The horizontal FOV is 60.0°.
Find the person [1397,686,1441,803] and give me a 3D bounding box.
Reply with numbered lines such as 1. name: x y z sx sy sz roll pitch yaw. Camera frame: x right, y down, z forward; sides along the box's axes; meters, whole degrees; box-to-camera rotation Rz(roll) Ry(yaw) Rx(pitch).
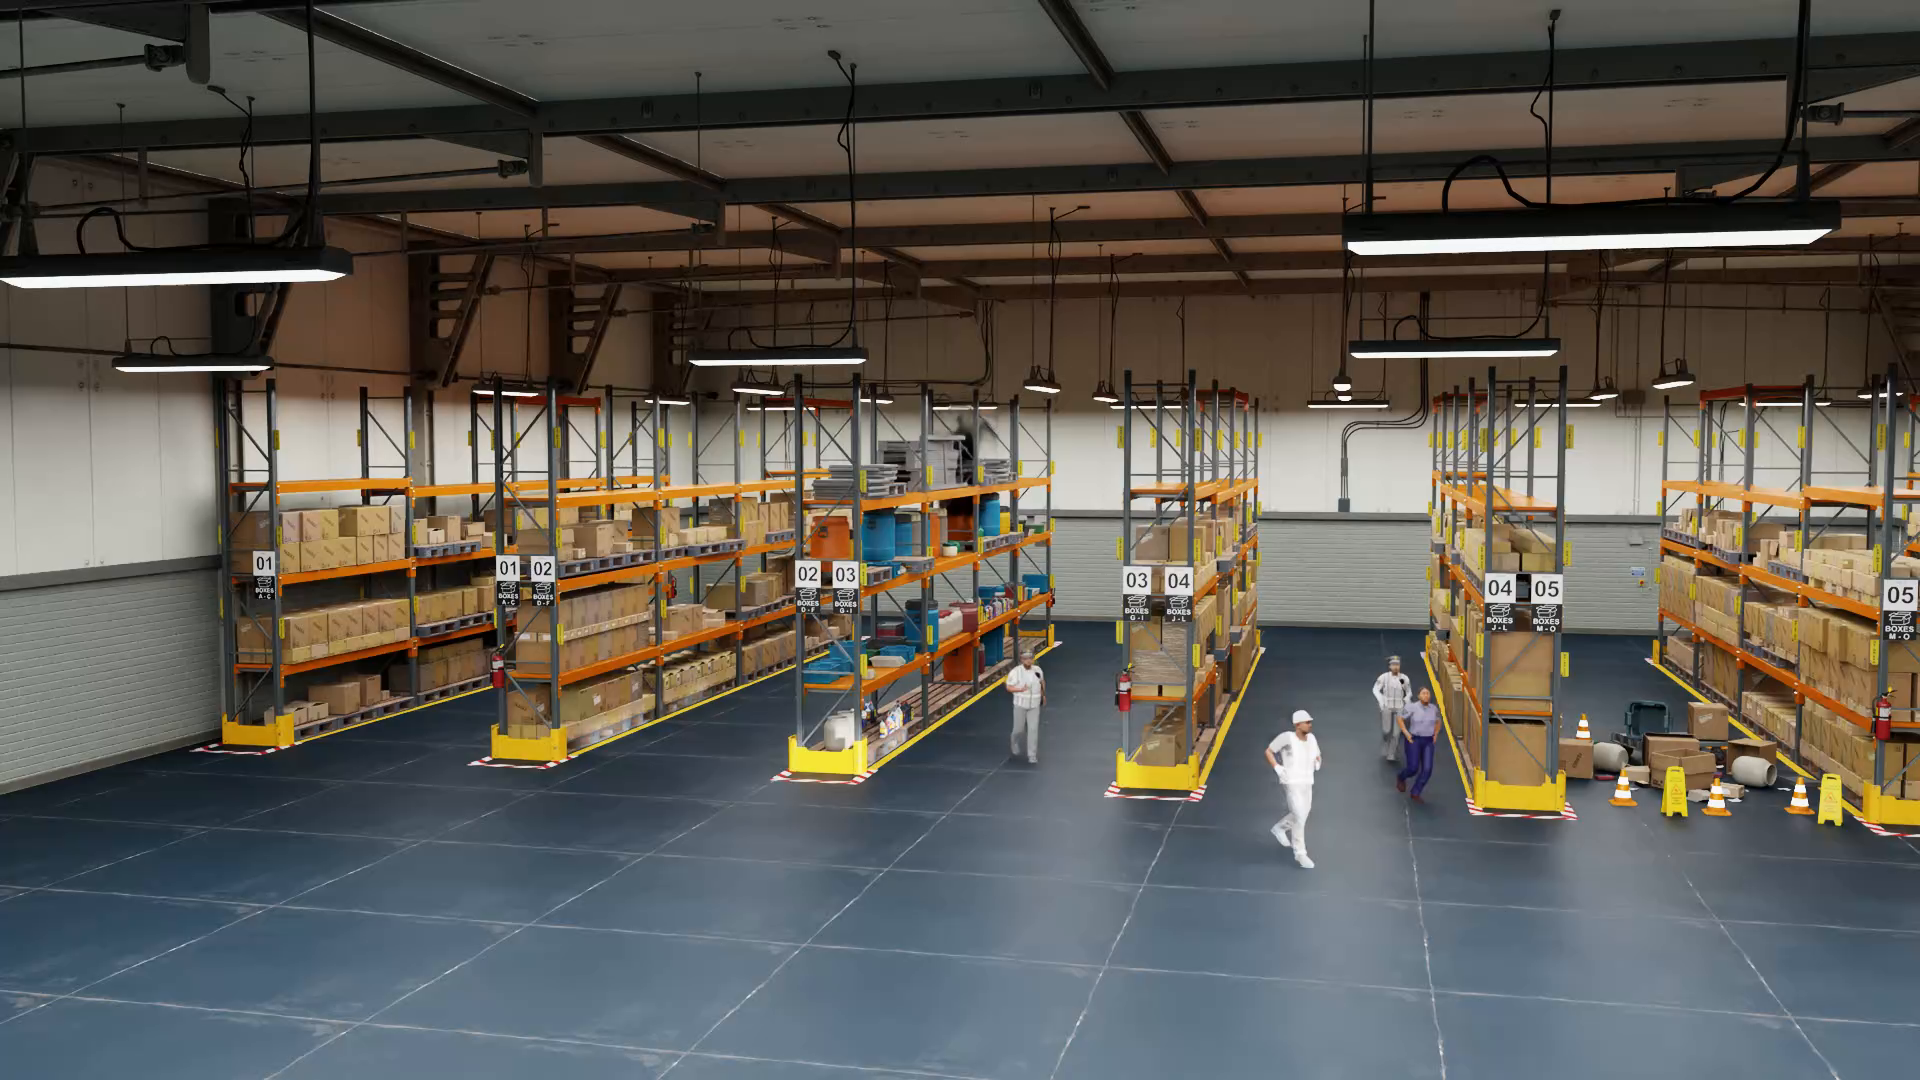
1. person: 6.398 2.832 23.116 0.632 1.604 0.516 0 3 -7

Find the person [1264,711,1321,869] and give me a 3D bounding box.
1. person: 4.071 2.921 19.920 0.703 1.767 0.998 -2 4 -33

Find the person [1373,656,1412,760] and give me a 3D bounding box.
1. person: 6.737 2.618 25.838 0.589 1.643 0.531 0 3 8

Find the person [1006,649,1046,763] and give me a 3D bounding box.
1. person: 1.034 2.549 25.798 0.668 1.756 0.961 -1 4 -12
